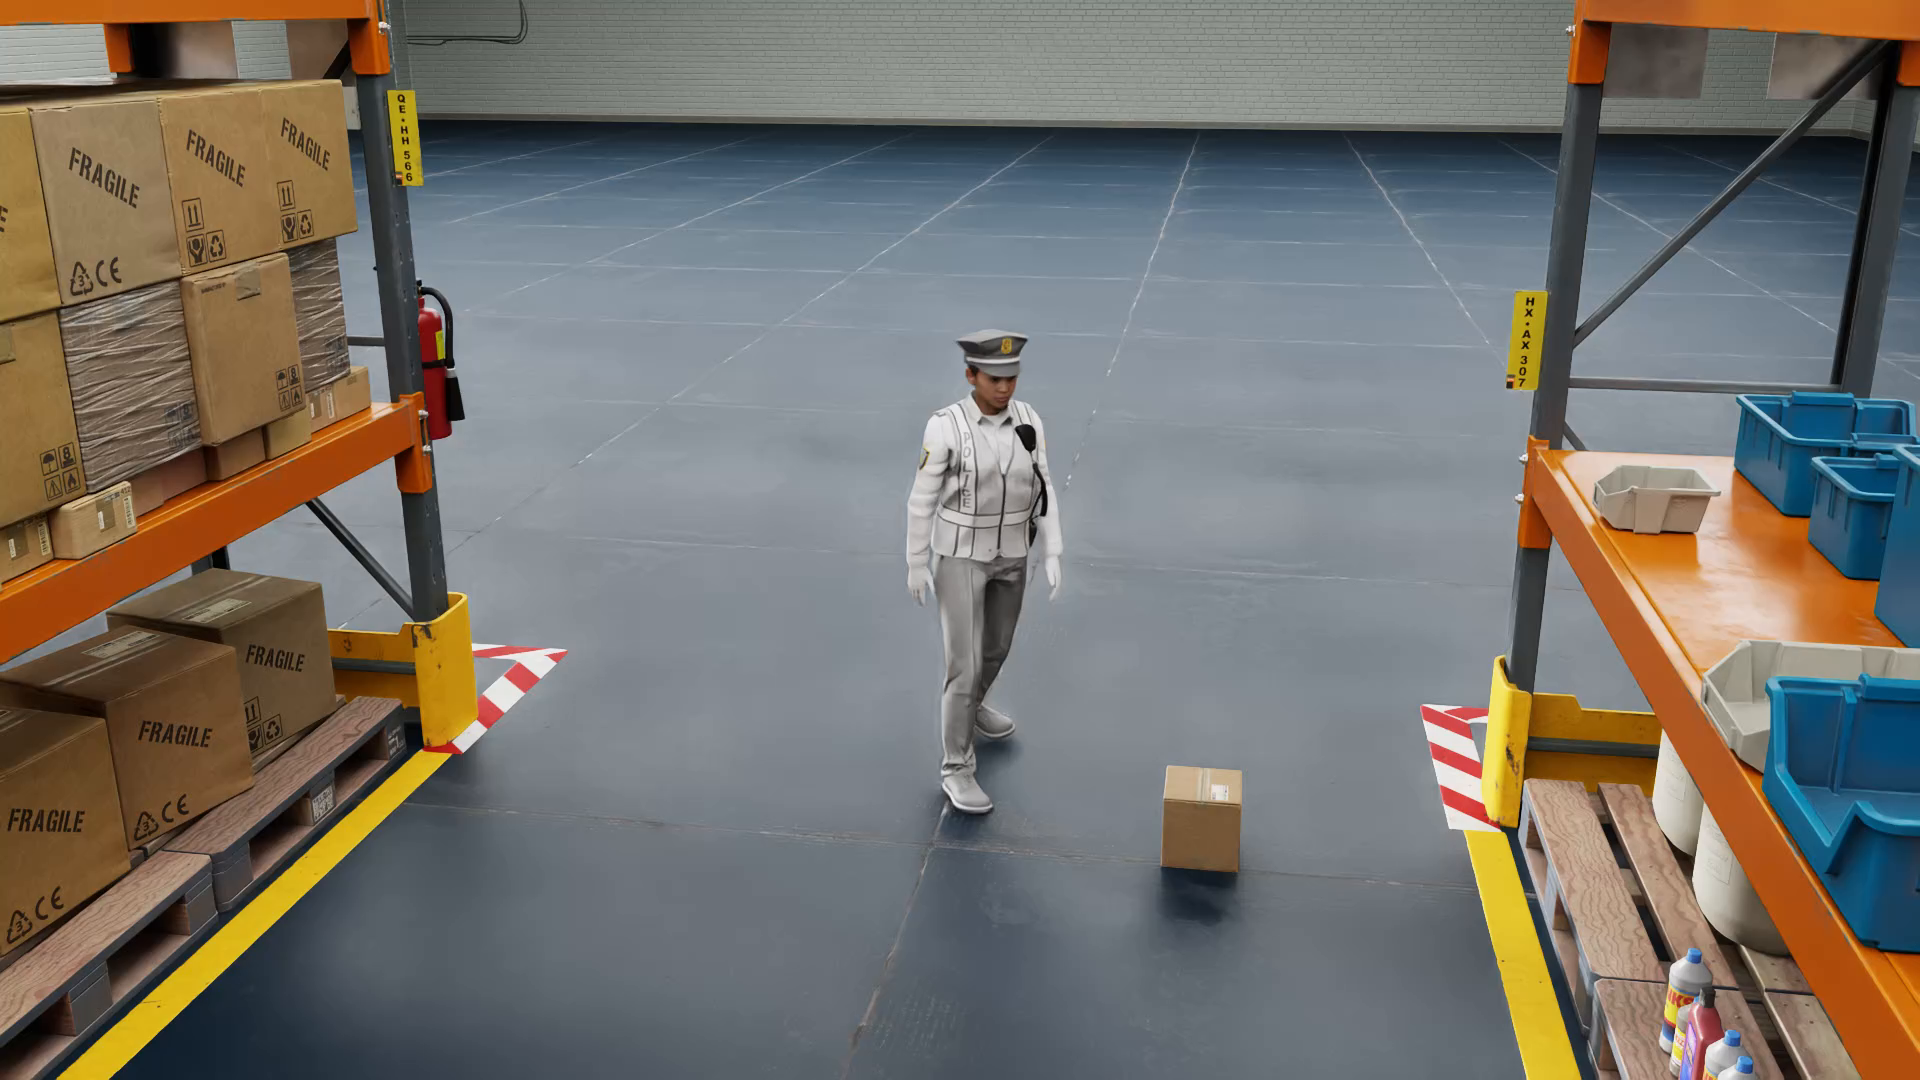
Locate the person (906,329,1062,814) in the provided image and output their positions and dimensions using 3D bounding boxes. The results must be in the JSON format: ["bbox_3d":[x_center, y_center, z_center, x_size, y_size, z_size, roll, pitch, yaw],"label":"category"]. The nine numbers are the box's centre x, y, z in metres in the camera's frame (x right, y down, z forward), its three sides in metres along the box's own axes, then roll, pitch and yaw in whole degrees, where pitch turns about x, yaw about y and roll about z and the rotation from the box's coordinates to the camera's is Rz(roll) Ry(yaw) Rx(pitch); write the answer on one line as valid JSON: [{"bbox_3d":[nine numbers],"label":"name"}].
[{"bbox_3d":[0.074,0.055,5.890,0.545,1.635,0.755,-9,20,-26],"label":"person"}]
